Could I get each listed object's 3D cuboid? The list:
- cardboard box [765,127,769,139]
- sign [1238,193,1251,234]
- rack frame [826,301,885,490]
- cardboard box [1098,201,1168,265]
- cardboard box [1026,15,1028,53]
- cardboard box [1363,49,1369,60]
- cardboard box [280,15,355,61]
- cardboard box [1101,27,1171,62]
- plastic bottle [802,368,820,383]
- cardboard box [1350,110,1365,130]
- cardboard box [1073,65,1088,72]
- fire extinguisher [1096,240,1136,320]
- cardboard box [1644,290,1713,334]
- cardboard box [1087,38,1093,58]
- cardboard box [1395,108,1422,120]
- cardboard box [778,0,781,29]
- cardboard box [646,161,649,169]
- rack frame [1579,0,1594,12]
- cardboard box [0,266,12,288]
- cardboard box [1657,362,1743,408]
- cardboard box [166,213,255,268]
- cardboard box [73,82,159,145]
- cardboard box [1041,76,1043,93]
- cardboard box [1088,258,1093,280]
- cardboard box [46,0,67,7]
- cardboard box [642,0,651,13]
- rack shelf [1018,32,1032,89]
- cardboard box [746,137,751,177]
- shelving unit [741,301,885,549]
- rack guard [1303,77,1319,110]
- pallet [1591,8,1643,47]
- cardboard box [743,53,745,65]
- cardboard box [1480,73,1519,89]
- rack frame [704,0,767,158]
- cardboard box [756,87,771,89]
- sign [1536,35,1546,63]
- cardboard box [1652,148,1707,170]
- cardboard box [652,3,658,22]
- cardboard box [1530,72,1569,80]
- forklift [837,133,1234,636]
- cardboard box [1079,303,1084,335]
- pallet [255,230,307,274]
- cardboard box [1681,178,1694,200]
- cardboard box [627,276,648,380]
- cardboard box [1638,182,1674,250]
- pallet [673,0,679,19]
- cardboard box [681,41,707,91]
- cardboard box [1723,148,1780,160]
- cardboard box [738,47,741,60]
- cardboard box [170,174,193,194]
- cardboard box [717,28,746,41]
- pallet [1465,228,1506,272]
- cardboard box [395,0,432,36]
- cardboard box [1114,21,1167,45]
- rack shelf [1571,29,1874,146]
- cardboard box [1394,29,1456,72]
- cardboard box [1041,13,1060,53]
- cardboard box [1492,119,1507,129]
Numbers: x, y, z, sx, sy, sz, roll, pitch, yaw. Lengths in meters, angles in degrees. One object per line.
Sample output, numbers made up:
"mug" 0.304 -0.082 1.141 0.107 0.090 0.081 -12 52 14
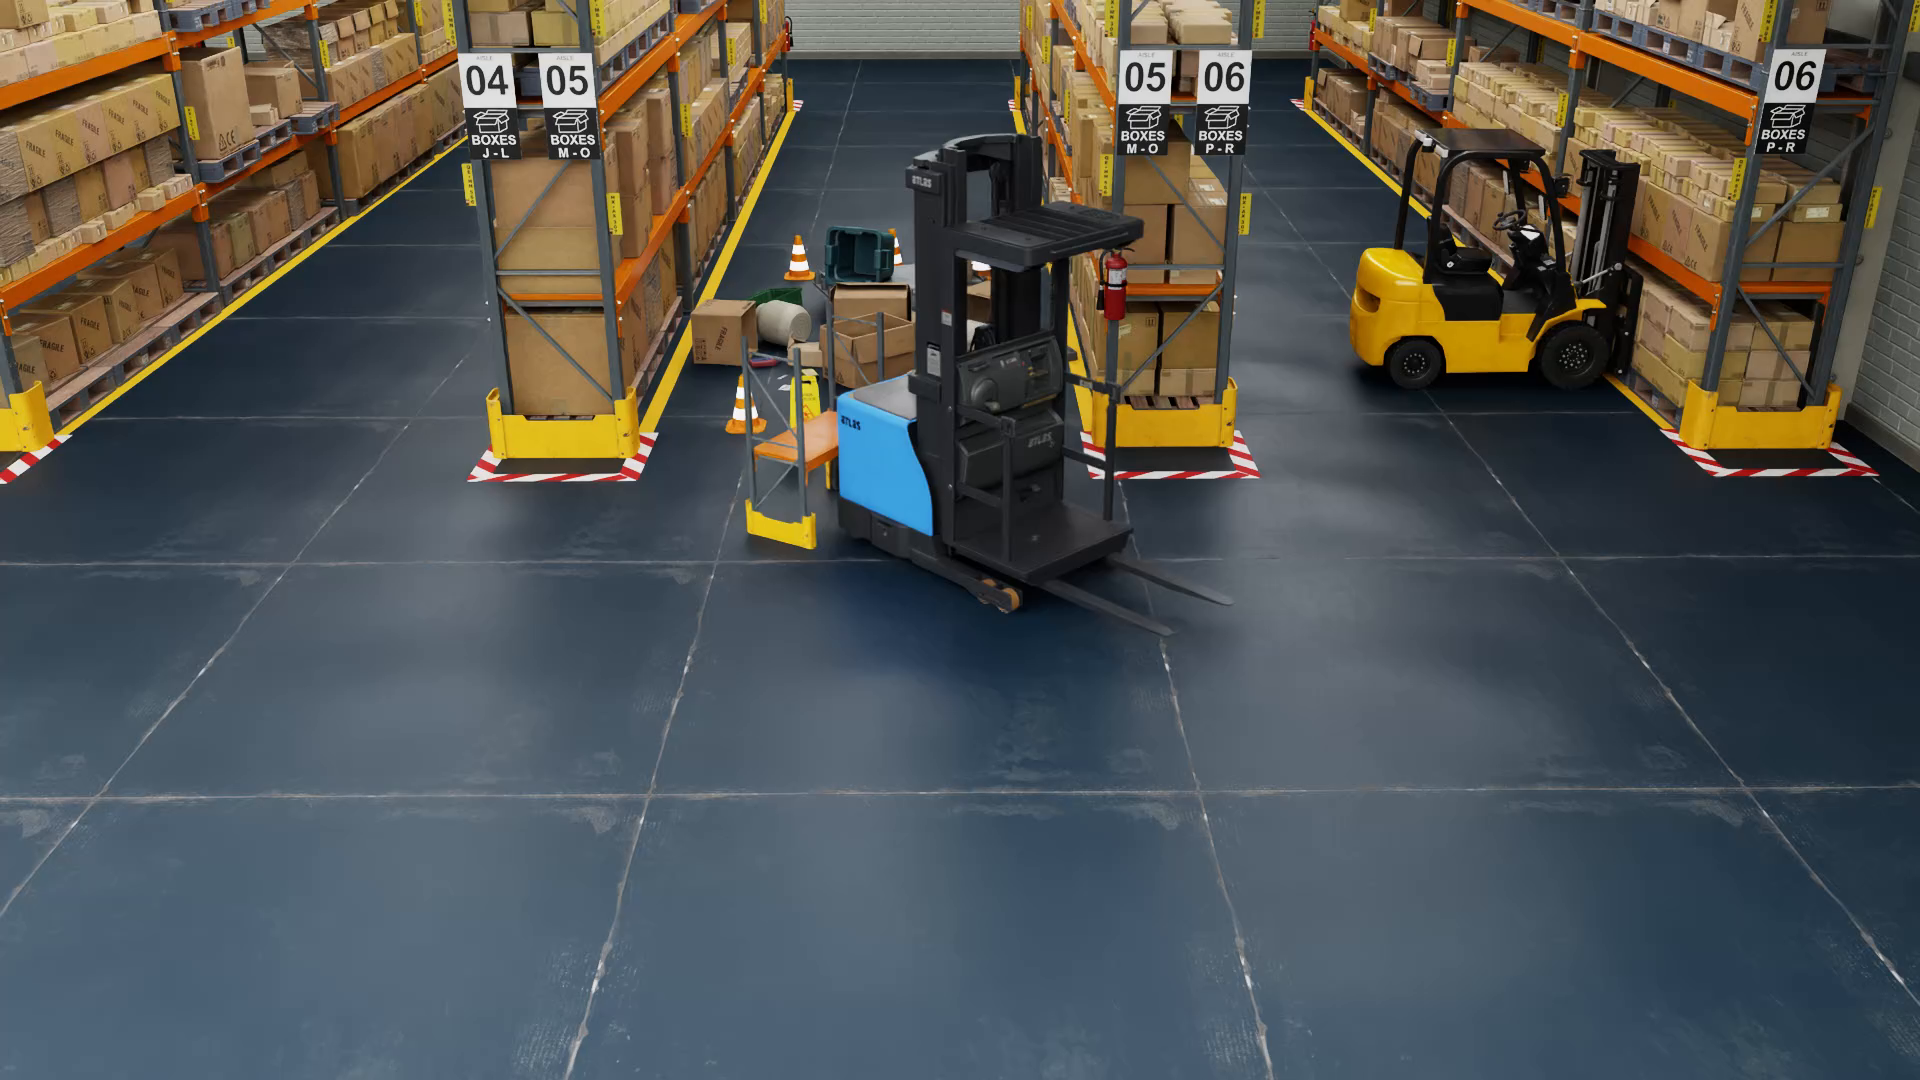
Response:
"cardboard box" -3.064 -6.103 24.937 0.380 0.149 0.250 -1 24 -3
"sign" 2.241 -2.575 13.137 0.100 0.325 0.005 0 24 -1
"rack frame" -0.782 -1.043 12.619 0.500 1.500 0.032 14 28 28
"cardboard box" 1.417 -2.582 13.720 0.500 0.500 0.500 -1 24 -1
"cardboard box" 1.276 -7.778 25.569 0.500 0.500 0.500 -1 24 -1
"cardboard box" 6.250 -7.270 24.872 0.380 0.149 0.250 0 24 1
"cardboard box" -8.294 -6.503 21.533 0.797 0.503 0.637 0 24 1
"cardboard box" 1.433 -4.029 13.583 0.500 0.250 0.500 -1 24 -1
"plastic bottle" -1.409 -1.540 15.464 0.133 0.061 0.283 -9 26 -19
"cardboard box" 6.227 -6.468 25.602 0.396 0.266 0.258 1 24 1
"cardboard box" 1.403 -4.968 17.698 0.380 0.149 0.250 -1 24 -2
"fire extinguisher" 1.239 -2.094 13.217 0.296 0.674 0.183 0 24 -1
"cardboard box" 6.333 -1.995 14.518 0.500 0.250 0.500 0 24 0
"cardboard box" 1.339 -4.418 14.926 0.380 0.149 0.250 -1 24 -2
"cardboard box" 6.380 -6.014 23.526 0.380 0.149 0.250 -1 24 -1
"cardboard box" -3.162 -8.492 26.788 0.500 0.500 0.500 -1 24 -1
"cardboard box" -3.361 -3.229 15.452 0.875 0.550 0.550 0 24 -1
"rack frame" 6.618 -6.584 15.771 1.000 3.000 0.127 0 24 -1
"cardboard box" -7.976 -2.138 13.525 0.380 0.149 0.250 0 24 -1
"cardboard box" 6.341 -1.333 14.267 0.500 0.250 0.500 0 24 0
"cardboard box" -8.226 -3.293 18.274 0.700 0.500 0.500 0 24 -1
"cardboard box" -7.968 -4.028 15.705 0.500 0.500 0.500 0 24 -1
"cardboard box" 1.335 -6.032 22.012 0.500 0.250 0.500 0 24 -1
"cardboard box" 1.357 -2.446 15.032 0.380 0.149 0.250 1 24 2
"cardboard box" -8.506 -4.905 15.397 0.380 0.149 0.250 0 24 0
"cardboard box" -3.023 -4.817 14.695 0.500 0.250 0.500 0 24 -1
"rack shelf" 1.546 -7.619 26.213 1.077 0.370 4.000 0 24 -1
"cardboard box" -3.109 -5.175 22.458 0.500 0.500 0.500 -1 24 -2
"shelving unit" -1.044 -0.867 12.231 0.587 1.500 1.083 14 28 28
"rack guard" 6.488 -7.625 28.386 1.175 0.500 0.348 0 24 -1
"pallet" 6.653 -4.825 15.630 1.003 0.211 1.213 0 24 -1
"cardboard box" -3.172 -6.660 23.015 0.380 0.149 0.250 -1 24 -3
"cardboard box" 6.332 -5.384 19.488 0.380 0.149 0.250 0 24 0
"rack frame" -3.381 -7.059 24.102 1.000 3.000 0.127 0 24 -1
"cardboard box" -3.200 -7.117 26.458 0.380 0.149 0.250 -1 24 -2
"sign" 7.130 -6.030 20.421 0.100 0.325 0.005 0 24 -1
"cardboard box" 6.333 -3.351 14.633 0.380 0.149 0.250 0 24 0
"cardboard box" -2.960 -4.788 15.113 0.380 0.149 0.250 0 24 0
"cardboard box" 6.909 -5.391 19.506 0.380 0.149 0.250 -1 24 -2
"forklift" 0.485 -1.087 10.980 1.130 2.935 3.031 -21 32 -39
"cardboard box" 1.417 -2.082 15.924 0.500 0.250 0.500 -1 24 -1
"pallet" -8.281 -3.336 19.254 1.003 0.211 1.213 0 24 -1
"cardboard box" 6.412 -2.999 14.217 0.380 0.149 0.250 0 24 -1
"cardboard box" -3.335 -1.979 14.939 0.875 0.875 0.875 -1 24 -1
"cardboard box" 6.392 -2.874 14.727 0.500 0.500 0.500 -1 24 -2
"pallet" -3.353 -5.420 17.069 0.805 0.209 1.217 -1 24 -3
"cardboard box" -3.336 -5.519 19.361 0.700 0.500 0.500 -1 24 -1
"cardboard box" 6.966 -3.354 14.640 0.380 0.149 0.250 -1 24 -2
"cardboard box" -3.161 -6.565 22.444 0.380 0.149 0.250 0 24 0
"cardboard box" -7.958 -3.580 16.714 0.380 0.149 0.250 0 24 -1
"cardboard box" -3.177 -7.025 23.100 0.380 0.149 0.250 -1 24 -2
"pallet" 6.555 -3.387 19.367 1.003 0.211 1.213 0 24 -1
"cardboard box" -8.091 -7.686 24.398 0.500 0.500 0.500 0 24 -1
"cardboard box" 1.400 -3.932 12.884 0.380 0.149 0.250 0 24 0
"rack shelf" 6.640 -4.065 14.715 1.077 0.370 4.000 0 24 -1
"cardboard box" 6.327 -6.647 22.559 0.700 0.500 0.500 0 24 -1
"cardboard box" 1.331 -6.604 21.760 0.500 0.500 0.500 0 24 -1
"cardboard box" 6.352 -4.613 18.875 0.500 0.250 0.500 1 24 1
